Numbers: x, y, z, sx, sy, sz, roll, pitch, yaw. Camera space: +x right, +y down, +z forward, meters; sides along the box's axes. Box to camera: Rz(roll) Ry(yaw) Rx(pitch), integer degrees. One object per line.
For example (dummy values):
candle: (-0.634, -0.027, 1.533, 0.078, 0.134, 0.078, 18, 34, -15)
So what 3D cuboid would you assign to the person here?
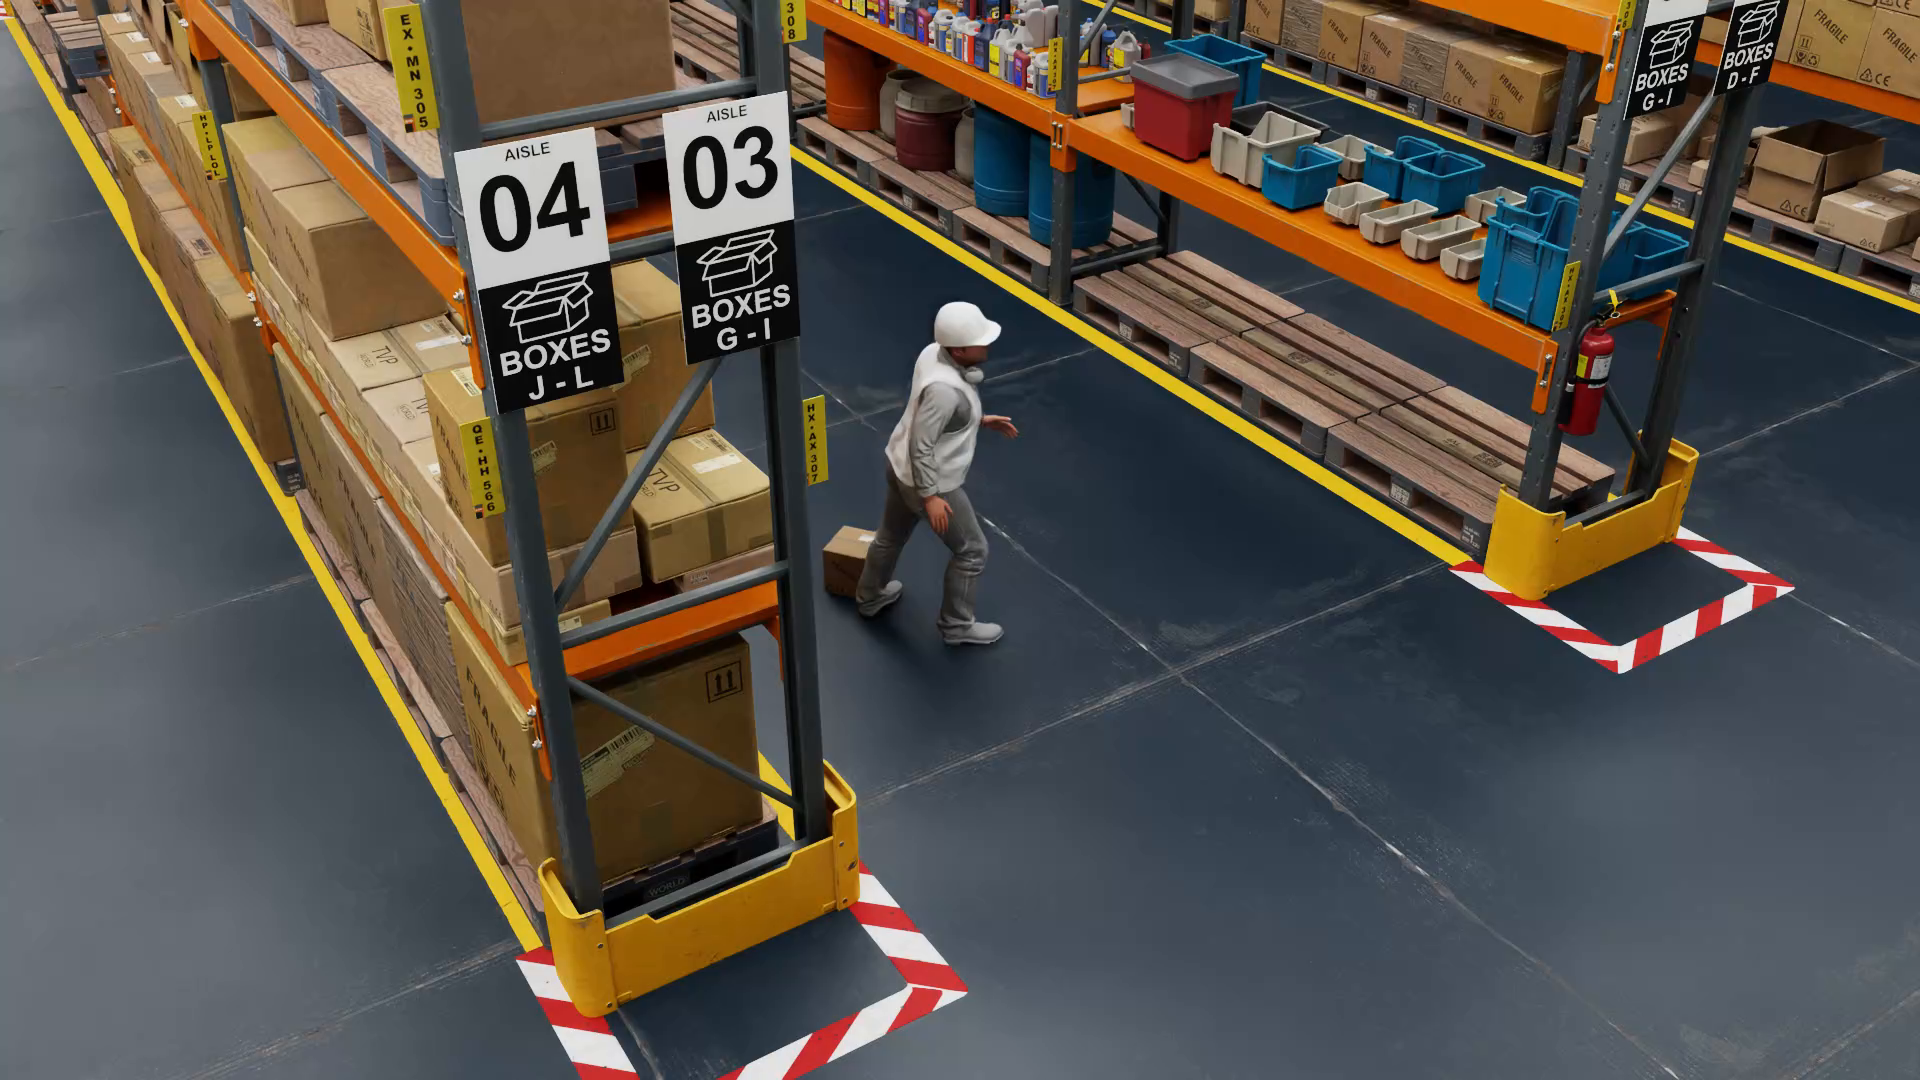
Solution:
person: (-0.081, -0.317, 7.659, 0.790, 1.731, 0.697, -9, 34, -14)
